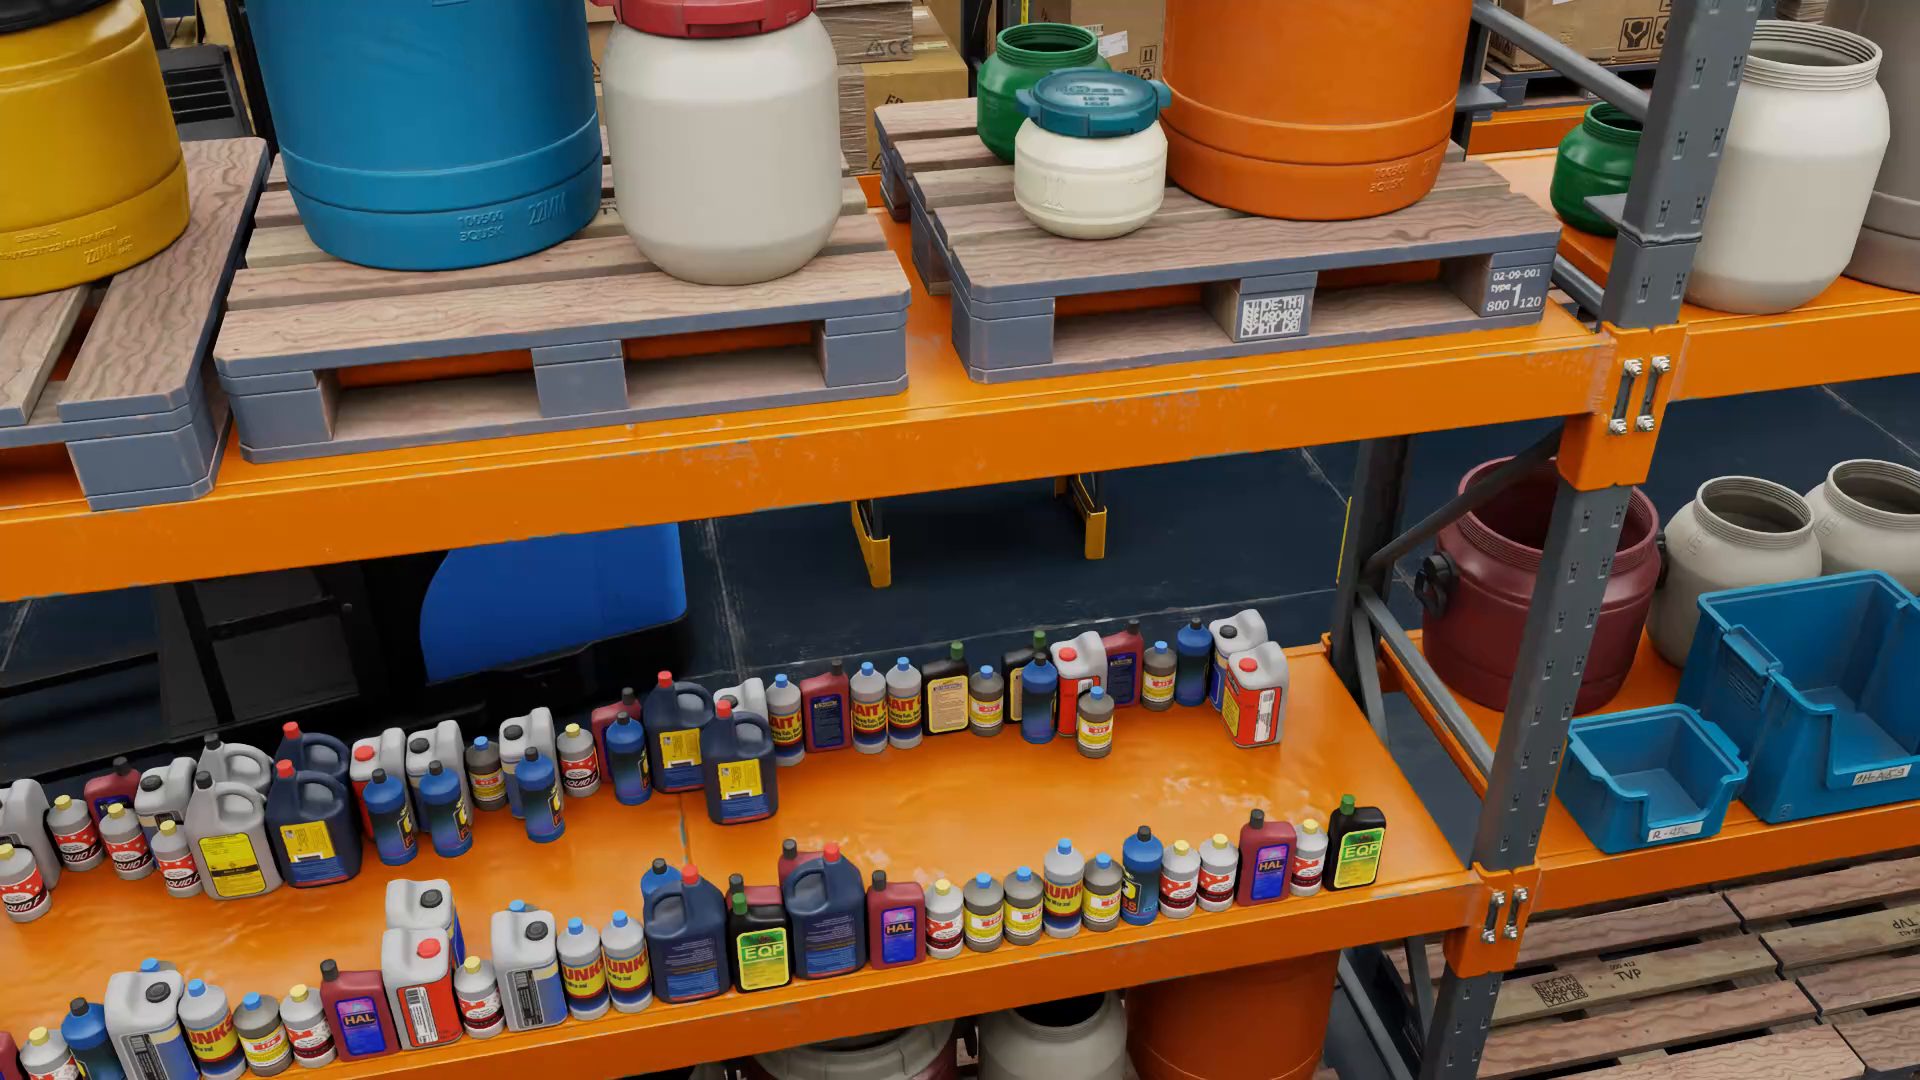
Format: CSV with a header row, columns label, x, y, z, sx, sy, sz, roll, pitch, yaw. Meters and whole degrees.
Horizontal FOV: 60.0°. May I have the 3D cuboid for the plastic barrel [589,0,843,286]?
label,x,y,z,sx,sy,sz,roll,pitch,yaw
plastic barrel,-0.429,-0.773,3.020,0.433,0.535,0.433,0,34,0

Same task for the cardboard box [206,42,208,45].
label,x,y,z,sx,sy,sz,roll,pitch,yaw
cardboard box,-5.253,-3.505,11.928,0.250,0.149,0.380,-7,34,-10

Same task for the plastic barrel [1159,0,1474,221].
label,x,y,z,sx,sy,sz,roll,pitch,yaw
plastic barrel,0.712,-1.127,3.283,0.708,0.830,0.600,-7,35,-11

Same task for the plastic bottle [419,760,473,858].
label,x,y,z,sx,sy,sz,roll,pitch,yaw
plastic bottle,-1.297,0.666,4.181,0.097,0.271,0.097,0,34,0

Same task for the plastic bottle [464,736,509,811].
label,x,y,z,sx,sy,sz,roll,pitch,yaw
plastic bottle,-1.235,0.601,4.341,0.097,0.201,0.097,0,34,0

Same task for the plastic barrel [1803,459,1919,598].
label,x,y,z,sx,sy,sz,roll,pitch,yaw
plastic barrel,2.634,0.062,4.865,0.421,0.512,0.421,0,34,0

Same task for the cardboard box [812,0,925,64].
label,x,y,z,sx,sy,sz,roll,pitch,yaw
cardboard box,-0.543,-2.666,8.040,0.637,0.503,0.797,-6,34,-9

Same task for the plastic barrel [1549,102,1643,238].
label,x,y,z,sx,sy,sz,roll,pitch,yaw
plastic barrel,1.496,-0.836,3.751,0.294,0.245,0.294,0,34,0

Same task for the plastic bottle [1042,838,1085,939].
label,x,y,z,sx,sy,sz,roll,pitch,yaw
plastic bottle,0.245,0.819,3.954,0.097,0.271,0.097,0,34,0

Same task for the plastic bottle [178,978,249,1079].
label,x,y,z,sx,sy,sz,roll,pitch,yaw
plastic bottle,-1.623,1.054,3.603,0.097,0.271,0.097,0,34,0

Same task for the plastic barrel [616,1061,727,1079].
label,x,y,z,sx,sy,sz,roll,pitch,yaw
plastic barrel,-0.839,1.588,4.547,0.421,0.512,0.421,0,34,0

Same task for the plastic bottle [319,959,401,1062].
label,x,y,z,sx,sy,sz,roll,pitch,yaw
plastic bottle,-1.317,1.021,3.641,0.133,0.283,0.061,-7,35,-11

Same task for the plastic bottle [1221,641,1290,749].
label,x,y,z,sx,sy,sz,roll,pitch,yaw
plastic bottle,0.807,0.415,4.551,0.135,0.276,0.152,-7,35,-11

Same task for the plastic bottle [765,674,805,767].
label,x,y,z,sx,sy,sz,roll,pitch,yaw
plastic bottle,-0.472,0.475,4.465,0.097,0.271,0.097,0,34,0

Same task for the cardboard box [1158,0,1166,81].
label,x,y,z,sx,sy,sz,roll,pitch,yaw
cardboard box,1.214,-2.716,8.638,0.500,0.500,0.700,-2,34,-3

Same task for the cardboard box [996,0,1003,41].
label,x,y,z,sx,sy,sz,roll,pitch,yaw
cardboard box,0.644,-4.372,13.216,0.750,0.750,1.050,-7,34,-10

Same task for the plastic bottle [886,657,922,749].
label,x,y,z,sx,sy,sz,roll,pitch,yaw
plastic bottle,-0.152,0.435,4.525,0.097,0.271,0.097,0,34,0

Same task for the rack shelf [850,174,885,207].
label,x,y,z,sx,sy,sz,roll,pitch,yaw
rack shelf,-1.777,-1.744,8.303,4.000,0.370,1.077,-7,35,-11

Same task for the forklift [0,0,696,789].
label,x,y,z,sx,sy,sz,roll,pitch,yaw
forklift,-2.660,-0.566,5.963,3.031,2.935,1.130,-14,36,-20

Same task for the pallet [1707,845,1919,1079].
label,x,y,z,sx,sy,sz,roll,pitch,yaw
pallet,3.218,1.339,5.565,1.213,0.211,1.003,-7,35,-11

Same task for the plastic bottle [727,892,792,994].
label,x,y,z,sx,sy,sz,roll,pitch,yaw
plastic bottle,-0.459,0.913,3.802,0.133,0.283,0.061,-7,35,-11

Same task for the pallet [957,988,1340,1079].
label,x,y,z,sx,sy,sz,roll,pitch,yaw
pallet,0.507,1.681,5.056,1.213,0.211,1.003,-7,35,-11

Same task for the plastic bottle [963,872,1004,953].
label,x,y,z,sx,sy,sz,roll,pitch,yaw
plastic bottle,0.055,0.872,3.937,0.097,0.201,0.097,0,34,0

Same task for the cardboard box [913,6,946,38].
label,x,y,z,sx,sy,sz,roll,pitch,yaw
cardboard box,-0.360,-2.418,8.572,0.500,0.500,0.500,-6,34,-9

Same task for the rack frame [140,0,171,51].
label,x,y,z,sx,sy,sz,roll,pitch,yaw
rack frame,-3.727,-1.797,7.736,0.127,3.000,1.000,-7,35,-11

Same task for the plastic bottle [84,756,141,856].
label,x,y,z,sx,sy,sz,roll,pitch,yaw
plastic bottle,-2.106,0.666,4.170,0.133,0.283,0.061,-7,35,-11

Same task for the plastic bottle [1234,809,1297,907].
label,x,y,z,sx,sy,sz,roll,pitch,yaw
plastic bottle,0.741,0.762,4.028,0.133,0.283,0.061,-7,35,-11

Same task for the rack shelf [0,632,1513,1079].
label,x,y,z,sx,sy,sz,roll,pitch,yaw
rack shelf,-0.684,0.948,4.291,4.000,0.370,1.077,-7,35,-11

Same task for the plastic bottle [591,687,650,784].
label,x,y,z,sx,sy,sz,roll,pitch,yaw
plastic bottle,-0.900,0.514,4.397,0.133,0.283,0.061,-7,35,-11

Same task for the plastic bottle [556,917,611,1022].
label,x,y,z,sx,sy,sz,roll,pitch,yaw
plastic bottle,-0.851,0.957,3.748,0.097,0.271,0.097,0,34,0

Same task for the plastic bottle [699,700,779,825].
label,x,y,z,sx,sy,sz,roll,pitch,yaw
plastic bottle,-0.571,0.555,4.275,0.185,0.351,0.144,-7,35,-11

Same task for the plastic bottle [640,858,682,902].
label,x,y,z,sx,sy,sz,roll,pitch,yaw
plastic bottle,-0.693,0.855,3.900,0.097,0.271,0.097,0,34,0

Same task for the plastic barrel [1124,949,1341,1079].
label,x,y,z,sx,sy,sz,roll,pitch,yaw
plastic barrel,0.793,1.199,4.842,0.708,0.830,0.600,-7,35,-11

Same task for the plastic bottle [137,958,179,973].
label,x,y,z,sx,sy,sz,roll,pitch,yaw
plastic bottle,-1.788,1.017,3.721,0.097,0.201,0.097,0,34,0

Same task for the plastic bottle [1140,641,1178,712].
label,x,y,z,sx,sy,sz,roll,pitch,yaw
plastic bottle,0.559,0.375,4.678,0.097,0.201,0.097,0,34,0

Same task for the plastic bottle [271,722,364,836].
label,x,y,z,sx,sy,sz,roll,pitch,yaw
plastic bottle,-1.630,0.602,4.205,0.185,0.351,0.144,-7,35,-11

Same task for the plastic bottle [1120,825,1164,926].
label,x,y,z,sx,sy,sz,roll,pitch,yaw
plastic bottle,0.435,0.795,3.989,0.097,0.271,0.097,0,34,0

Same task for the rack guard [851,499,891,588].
label,x,y,z,sx,sy,sz,roll,pitch,yaw
rack guard,-0.411,-0.052,7.603,0.087,0.250,0.587,-7,35,-11

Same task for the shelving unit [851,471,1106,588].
label,x,y,z,sx,sy,sz,roll,pitch,yaw
shelving unit,0.074,-0.632,7.346,1.083,1.500,0.587,-7,35,-11

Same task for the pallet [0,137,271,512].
label,x,y,z,sx,sy,sz,roll,pitch,yaw
pallet,-1.892,-0.422,3.164,1.003,0.211,1.213,-7,35,-11

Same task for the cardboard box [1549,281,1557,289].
label,x,y,z,sx,sy,sz,roll,pitch,yaw
cardboard box,3.472,-1.861,9.680,0.500,0.500,0.700,-10,35,-14

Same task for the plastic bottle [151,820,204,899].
label,x,y,z,sx,sy,sz,roll,pitch,yaw
plastic bottle,-1.920,0.774,4.083,0.097,0.201,0.097,0,34,0

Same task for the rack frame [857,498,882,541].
label,x,y,z,sx,sy,sz,roll,pitch,yaw
rack frame,-0.413,-0.571,7.255,0.032,1.500,0.500,-7,35,-11

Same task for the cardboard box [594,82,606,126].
label,x,y,z,sx,sy,sz,roll,pitch,yaw
cardboard box,-1.742,-1.949,7.873,0.500,0.500,0.500,-7,34,-10

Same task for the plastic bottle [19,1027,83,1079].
label,x,y,z,sx,sy,sz,roll,pitch,yaw
plastic bottle,-1.944,1.124,3.562,0.097,0.201,0.097,0,34,0

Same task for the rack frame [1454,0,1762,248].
label,x,y,z,sx,sy,sz,roll,pitch,yaw
rack frame,1.267,-2.088,2.786,0.127,3.000,1.000,-7,35,-11

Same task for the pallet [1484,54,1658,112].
label,x,y,z,sx,sy,sz,roll,pitch,yaw
pallet,3.298,-2.686,9.233,1.213,0.211,1.003,-7,35,-11

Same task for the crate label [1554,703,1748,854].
label,x,y,z,sx,sy,sz,roll,pitch,yaw
crate label,1.760,0.625,4.277,0.416,0.233,0.303,-7,35,-11

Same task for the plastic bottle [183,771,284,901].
label,x,y,z,sx,sy,sz,roll,pitch,yaw
plastic bottle,-1.779,0.703,4.055,0.185,0.351,0.144,-7,35,-11

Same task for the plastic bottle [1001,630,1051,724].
label,x,y,z,sx,sy,sz,roll,pitch,yaw
plastic bottle,0.181,0.378,4.600,0.133,0.283,0.061,-7,35,-11
